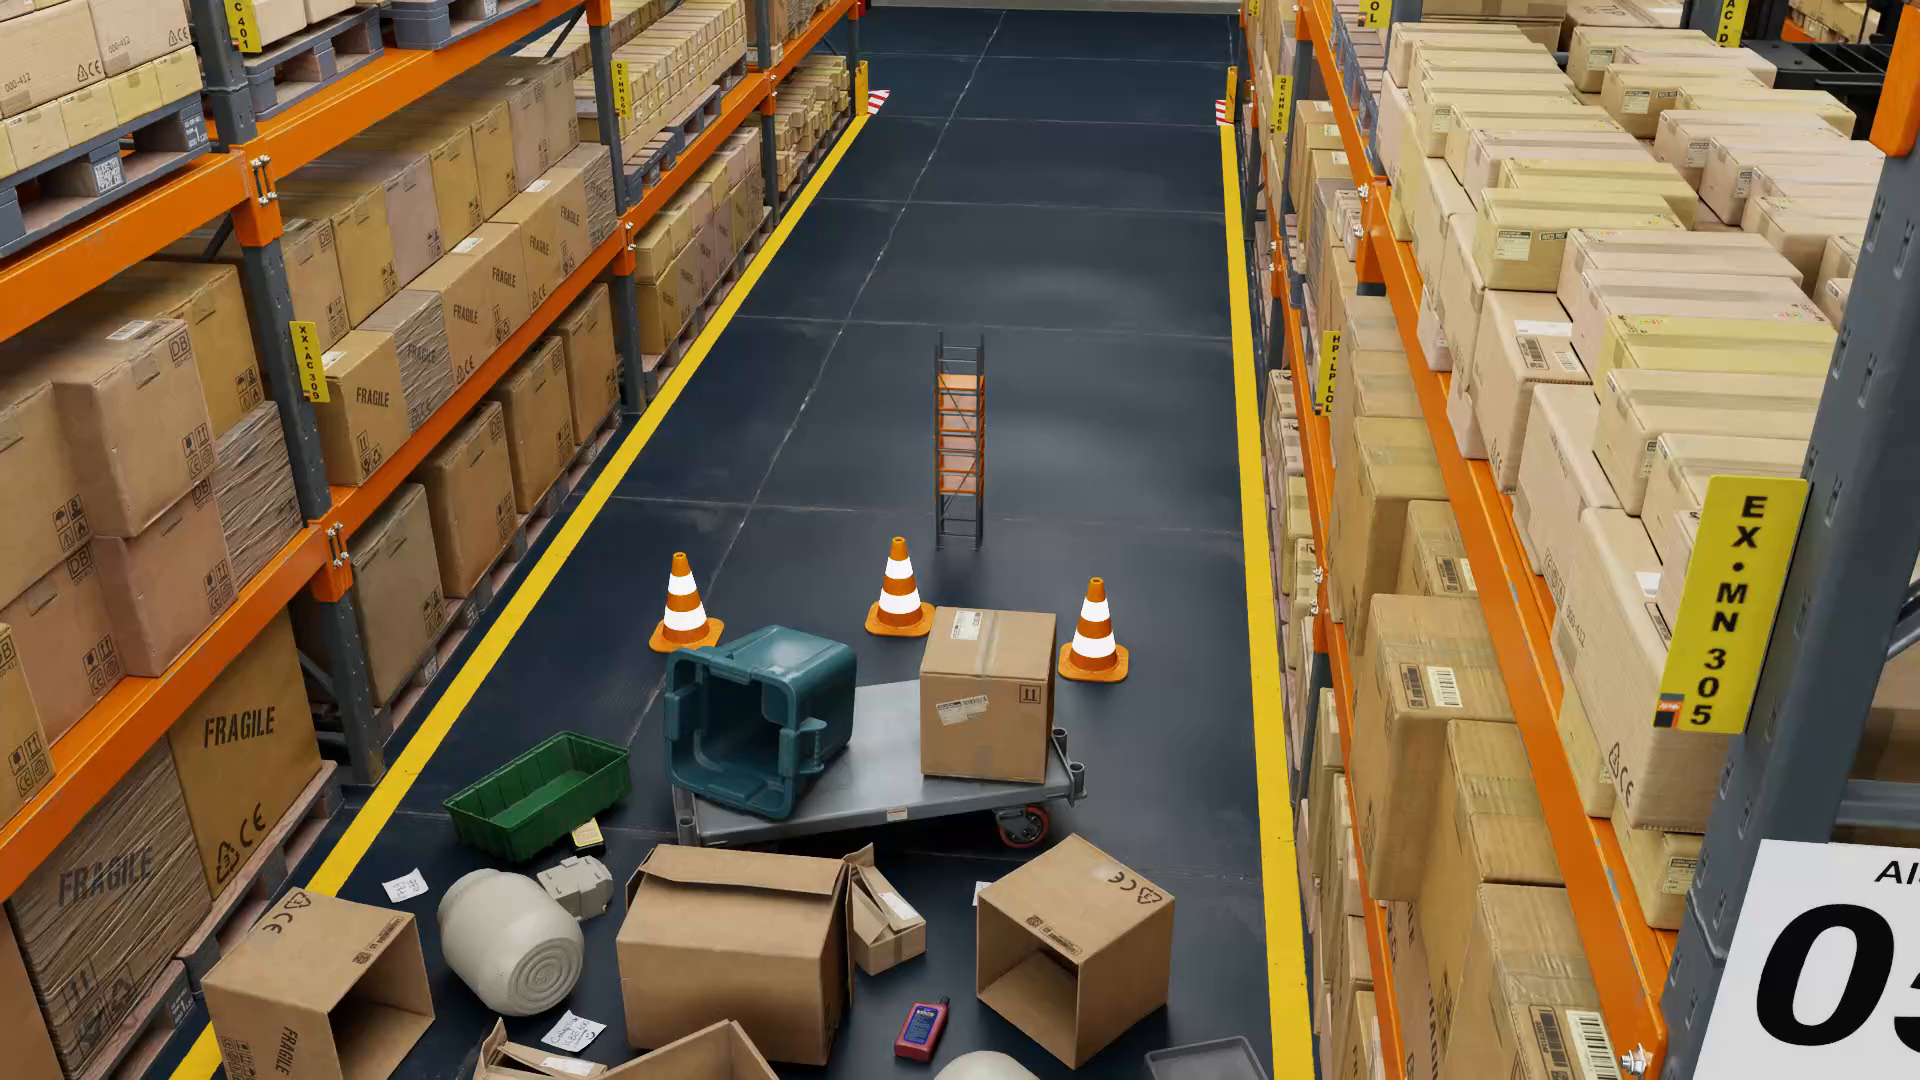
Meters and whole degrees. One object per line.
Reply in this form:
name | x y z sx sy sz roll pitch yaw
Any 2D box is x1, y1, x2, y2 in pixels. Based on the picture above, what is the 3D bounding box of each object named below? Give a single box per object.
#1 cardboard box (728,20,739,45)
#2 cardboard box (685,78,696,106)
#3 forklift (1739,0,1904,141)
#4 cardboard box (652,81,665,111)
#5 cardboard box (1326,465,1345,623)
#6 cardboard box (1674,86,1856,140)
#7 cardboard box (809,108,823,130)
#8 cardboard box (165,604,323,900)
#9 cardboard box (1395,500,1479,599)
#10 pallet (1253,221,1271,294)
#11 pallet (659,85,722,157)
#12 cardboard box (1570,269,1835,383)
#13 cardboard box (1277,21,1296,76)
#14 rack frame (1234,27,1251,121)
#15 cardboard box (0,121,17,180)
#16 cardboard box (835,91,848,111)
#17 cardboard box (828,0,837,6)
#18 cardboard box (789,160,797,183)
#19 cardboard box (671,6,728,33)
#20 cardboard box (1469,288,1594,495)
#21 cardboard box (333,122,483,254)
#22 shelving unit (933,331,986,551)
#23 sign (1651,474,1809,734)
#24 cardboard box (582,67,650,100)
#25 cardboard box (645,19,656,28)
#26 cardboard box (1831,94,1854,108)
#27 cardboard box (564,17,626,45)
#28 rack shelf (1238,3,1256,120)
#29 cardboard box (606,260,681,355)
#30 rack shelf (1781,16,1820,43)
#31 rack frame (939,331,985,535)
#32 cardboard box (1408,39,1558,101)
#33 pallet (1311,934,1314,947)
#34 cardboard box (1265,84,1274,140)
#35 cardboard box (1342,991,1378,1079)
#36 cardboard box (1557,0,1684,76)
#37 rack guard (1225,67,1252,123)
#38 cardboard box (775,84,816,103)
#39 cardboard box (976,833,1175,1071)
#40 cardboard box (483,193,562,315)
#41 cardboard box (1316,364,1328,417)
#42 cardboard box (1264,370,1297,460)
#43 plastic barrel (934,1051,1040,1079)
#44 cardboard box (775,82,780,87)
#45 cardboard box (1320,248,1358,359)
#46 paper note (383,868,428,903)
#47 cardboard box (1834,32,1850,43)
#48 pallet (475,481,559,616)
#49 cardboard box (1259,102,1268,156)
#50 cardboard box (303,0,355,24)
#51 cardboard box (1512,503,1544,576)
cardboard box | -1.938 -3.942 12.913 0.380 0.149 0.250 4 29 7
cardboard box | -2.095 -3.197 11.843 0.380 0.149 0.250 2 28 5
forklift | 4.720 -1.650 9.223 1.130 2.935 3.031 3 29 6
cardboard box | -2.195 -2.970 11.110 0.380 0.149 0.250 3 29 6
cardboard box | 1.560 -0.038 5.739 0.500 0.500 0.500 3 28 6
cardboard box | 2.091 -1.079 4.352 0.380 0.149 0.250 4 29 8
cardboard box | -1.514 -3.998 15.759 0.380 0.149 0.250 4 29 7
cardboard box | -3.181 0.748 6.496 0.875 0.875 0.875 4 29 7
cardboard box | 1.475 0.250 4.150 0.700 0.500 0.500 3 28 6
pallet | 2.851 -2.225 13.157 1.003 0.211 1.213 3 28 6
pallet | -2.342 -3.027 11.908 1.003 0.211 1.213 3 28 6
cardboard box | 1.351 -0.380 3.054 0.380 0.149 0.250 3 28 6
cardboard box | 2.239 -2.922 10.351 0.500 0.500 0.500 4 29 7
rack frame | 3.361 -5.703 16.672 1.000 3.000 0.127 3 28 6
cardboard box | -2.886 -1.065 4.618 0.380 0.149 0.250 4 29 7
cardboard box | -1.353 -4.486 16.977 0.380 0.149 0.250 4 29 8
cardboard box | -1.415 -5.307 16.203 0.380 0.149 0.250 4 29 8
cardboard box | -1.658 -3.268 14.716 0.380 0.149 0.250 4 29 8
cardboard box | -1.975 -3.948 12.610 0.380 0.149 0.250 2 28 5
cardboard box | 1.318 -0.294 3.316 0.500 0.250 0.500 4 29 8
cardboard box | -2.793 -1.730 8.139 0.700 0.500 0.500 3 28 6
shelving unit | -0.002 -0.521 8.953 0.258 1.200 0.189 3 28 6
sign | 0.852 0.077 1.849 0.100 0.325 0.005 3 28 6
cardboard box | -2.231 -2.961 10.779 0.380 0.149 0.250 3 28 6
cardboard box | -2.589 -3.984 12.991 0.380 0.149 0.250 3 28 5
cardboard box | 7.976 -3.818 15.367 0.700 0.500 0.500 4 29 8
cardboard box | -2.685 -3.747 12.238 0.380 0.149 0.250 3 28 6
rack shelf | 3.116 -4.444 15.096 1.077 0.370 4.000 3 28 6
cardboard box | -2.204 -1.580 11.212 0.500 0.500 0.500 2 28 4
rack shelf | 8.043 -4.158 14.563 1.077 0.370 4.000 3 28 6
rack frame | 0.009 -0.564 9.033 0.240 1.200 0.006 3 28 6
cardboard box | 1.525 -1.362 4.876 0.380 0.149 0.250 4 29 8
pallet | 1.844 1.492 6.258 1.003 0.211 1.213 3 28 6
cardboard box | 2.290 -2.817 10.948 0.500 0.250 0.500 3 28 5
cardboard box | 1.369 1.649 4.692 0.500 0.500 0.500 3 28 5
cardboard box | 2.360 -1.745 5.879 0.500 0.250 0.500 3 28 5
rack guard | 3.364 -4.613 17.286 1.175 0.500 0.348 3 28 6
cardboard box | -1.585 -4.261 15.932 0.380 0.149 0.250 2 28 4
cardboard box | 0.409 1.471 5.990 0.500 0.500 0.500 -24 36 -37
cardboard box | -2.457 -1.523 8.810 0.500 0.500 0.500 3 28 5
cardboard box | 1.726 -0.633 7.085 0.380 0.149 0.250 3 28 5
cardboard box | 2.302 -0.700 9.714 0.950 0.372 0.625 1 28 3
plastic barrel | 0.151 1.903 5.272 0.421 0.421 0.512 -24 36 -37
cardboard box | -1.986 -4.538 16.447 0.380 0.149 0.250 2 28 4
cardboard box | 1.779 -0.878 6.855 0.500 0.500 0.500 4 29 6
paper note | -2.218 1.382 6.652 0.147 0.020 0.142 -17 33 -29
cardboard box | 7.793 -4.313 14.357 0.380 0.149 0.250 3 28 6
pallet | -2.868 -0.010 9.046 1.003 0.211 1.213 3 28 6
cardboard box | 2.344 -2.843 11.523 0.500 0.250 0.500 3 28 5
cardboard box | -2.661 -2.207 6.737 0.250 0.149 0.380 3 28 6
cardboard box | 1.312 -0.043 3.269 0.380 0.149 0.250 3 28 6
